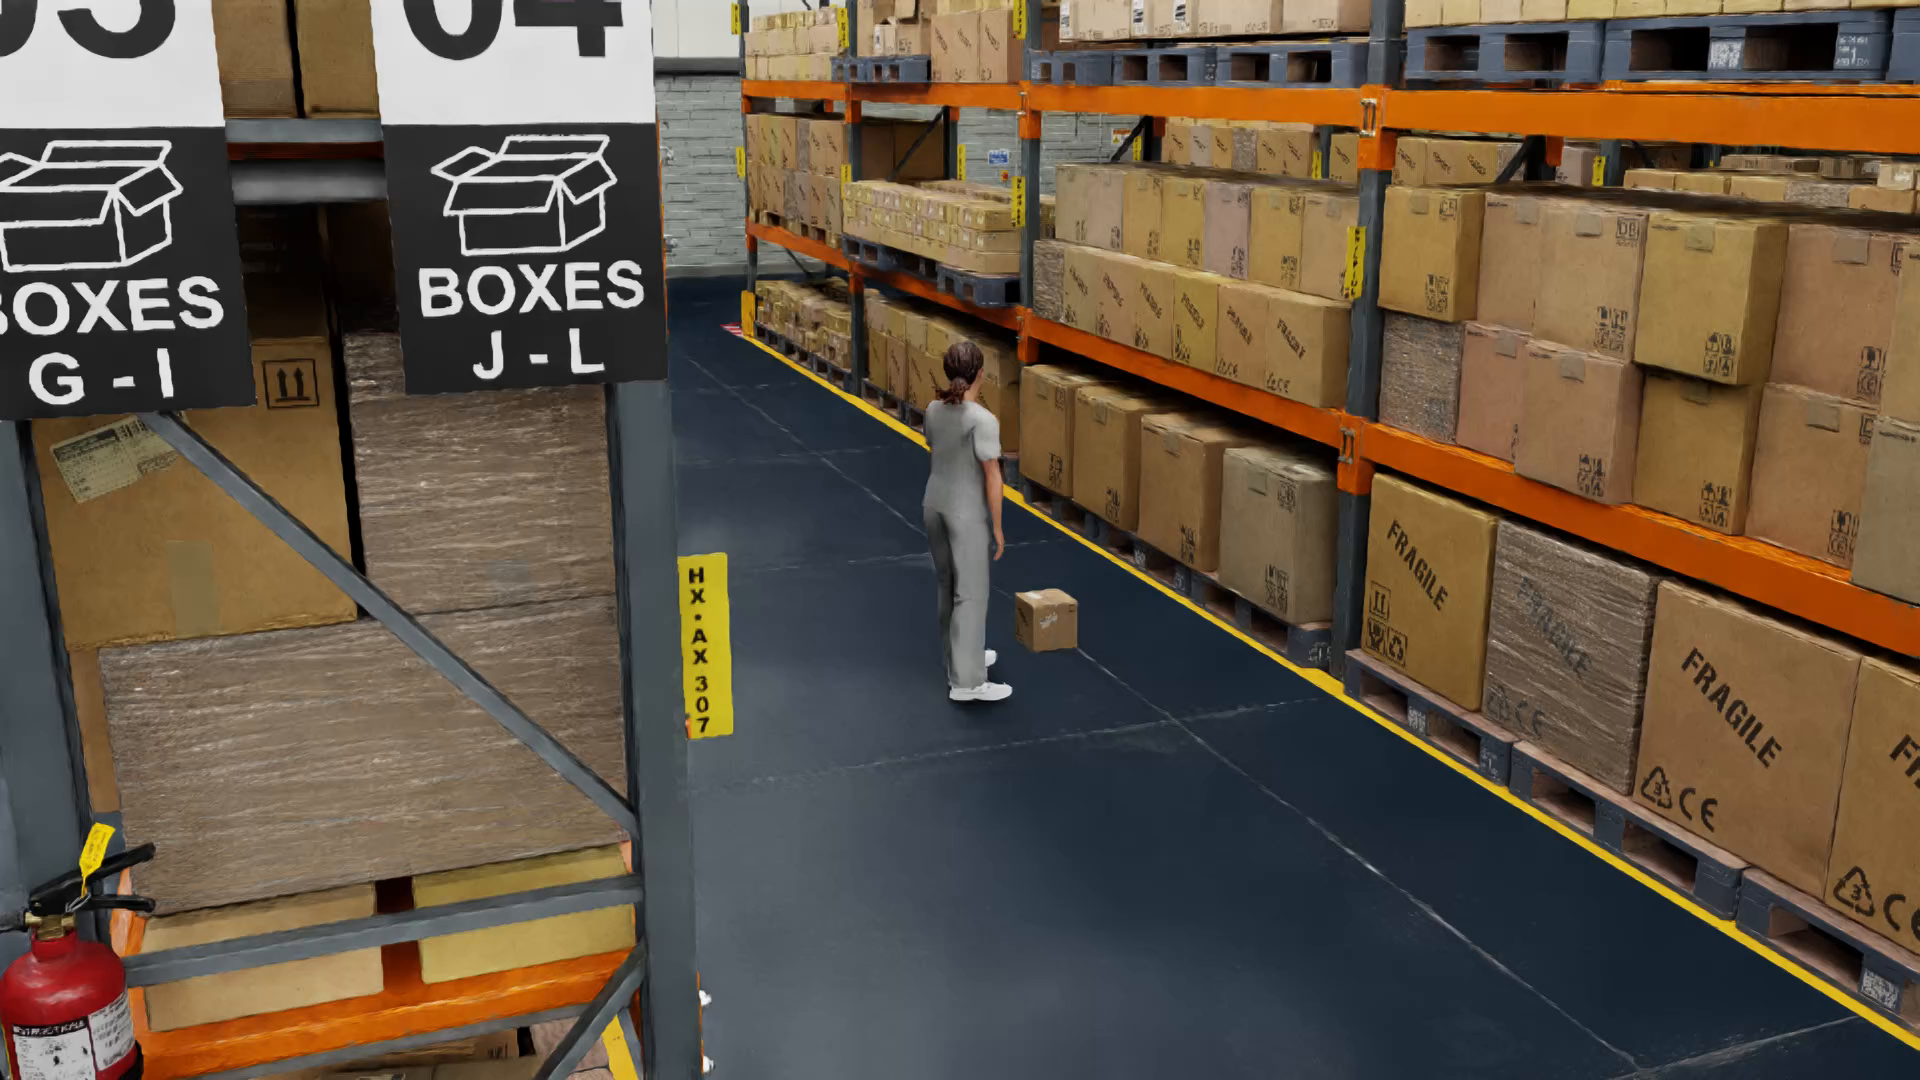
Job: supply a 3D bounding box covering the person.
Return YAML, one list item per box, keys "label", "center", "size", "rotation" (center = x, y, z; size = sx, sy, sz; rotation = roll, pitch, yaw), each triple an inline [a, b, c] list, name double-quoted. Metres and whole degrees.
- label: "person"
  center: [0.078, -0.100, 7.814]
  size: [0.507, 1.673, 0.493]
  rotation: [15, 21, 42]
